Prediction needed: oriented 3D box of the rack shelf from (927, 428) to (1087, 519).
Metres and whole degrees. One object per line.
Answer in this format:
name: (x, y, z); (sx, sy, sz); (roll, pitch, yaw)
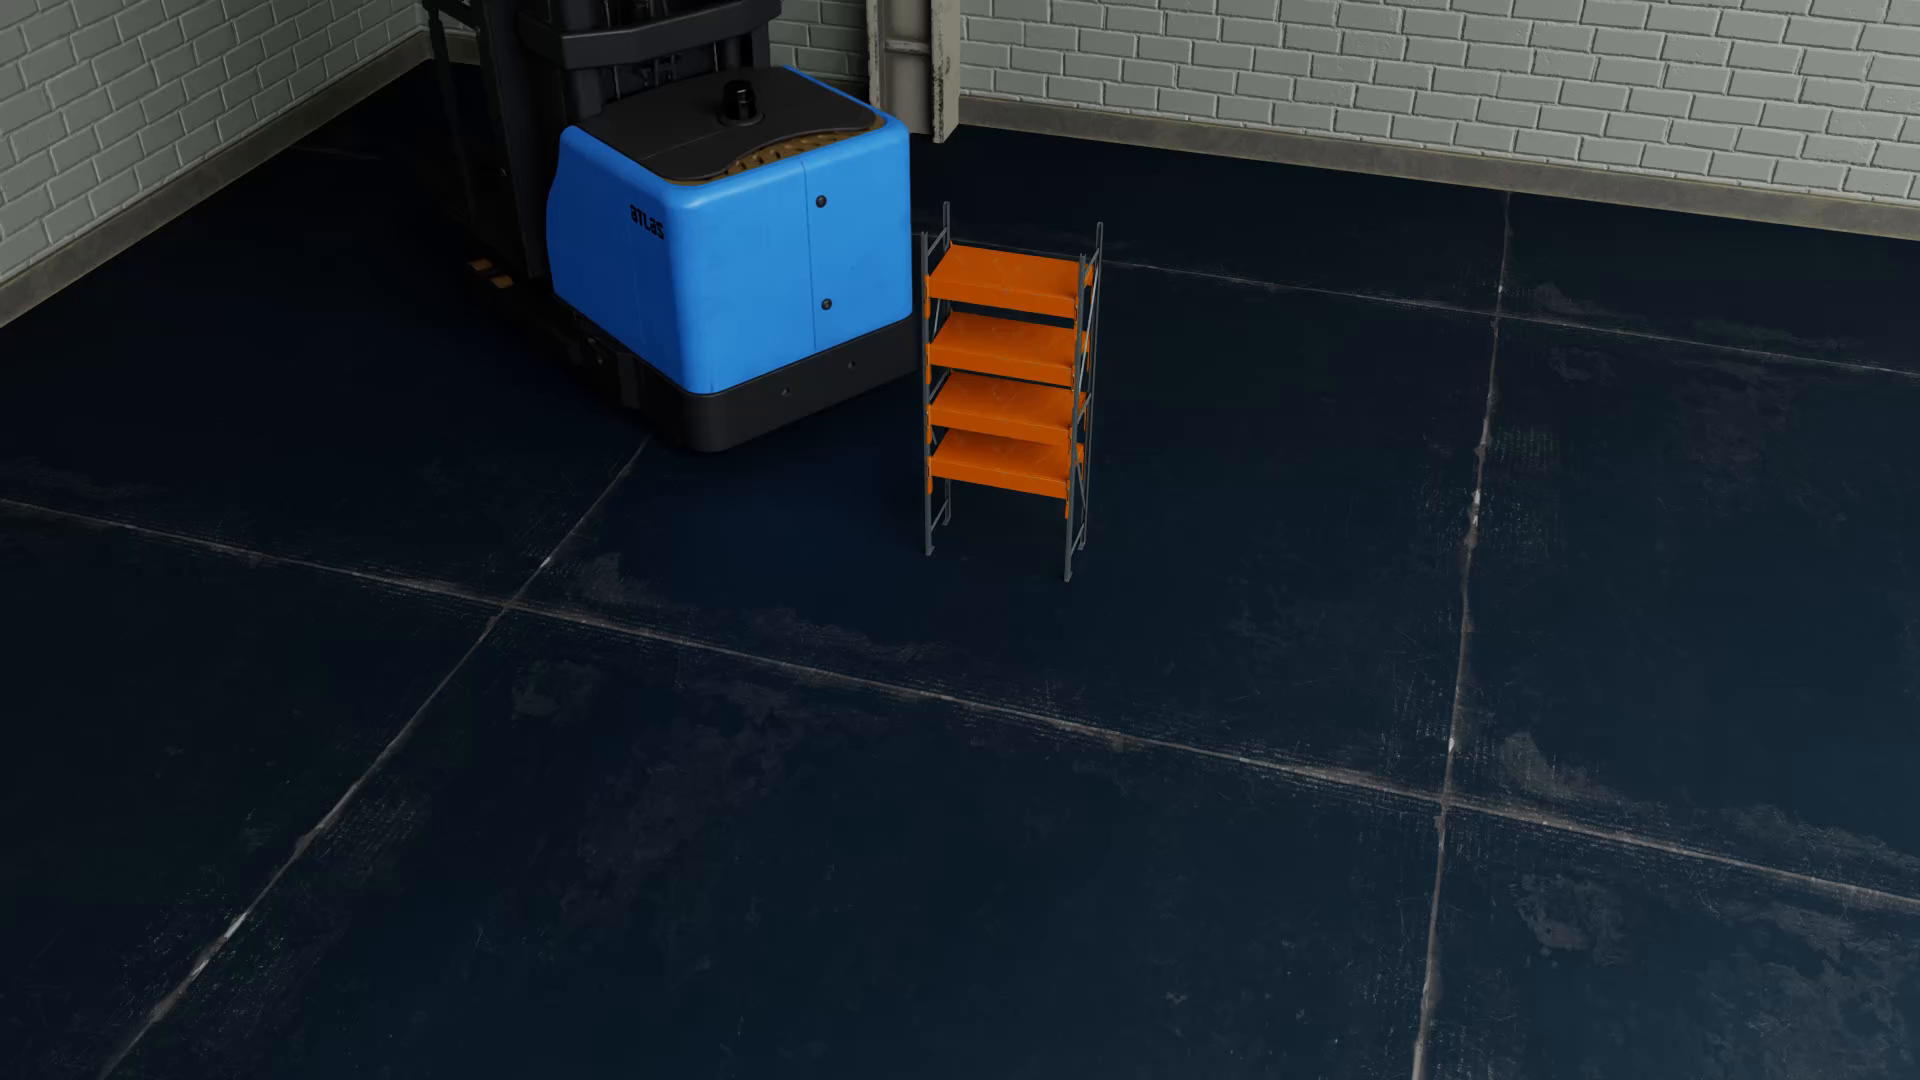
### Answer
rack shelf: (0.158, -0.240, 5.512); (0.480, 0.148, 0.258); (10, 38, 14)

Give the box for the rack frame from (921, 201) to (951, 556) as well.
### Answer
rack frame: (-0.075, -0.497, 5.413); (0.015, 1.200, 0.240); (10, 38, 14)

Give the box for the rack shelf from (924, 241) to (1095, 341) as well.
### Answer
rack shelf: (0.158, -0.770, 5.122); (0.480, 0.148, 0.258); (10, 38, 14)

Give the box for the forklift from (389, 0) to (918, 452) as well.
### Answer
forklift: (-1.495, -2.304, 6.408); (1.130, 2.935, 3.031); (-26, 44, -31)

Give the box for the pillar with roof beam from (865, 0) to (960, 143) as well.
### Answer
pillar with roof beam: (-1.517, -3.339, 2.695); (0.400, 9.000, 9.100); (10, 38, 14)

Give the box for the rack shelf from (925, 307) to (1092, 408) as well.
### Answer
rack shelf: (0.158, -0.580, 5.262); (0.480, 0.148, 0.258); (10, 38, 14)

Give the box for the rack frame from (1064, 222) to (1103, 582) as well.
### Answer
rack frame: (0.391, -0.411, 5.296); (0.015, 1.200, 0.240); (10, 38, 14)

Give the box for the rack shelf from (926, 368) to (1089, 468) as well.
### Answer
rack shelf: (0.158, -0.400, 5.394); (0.480, 0.148, 0.258); (10, 38, 14)

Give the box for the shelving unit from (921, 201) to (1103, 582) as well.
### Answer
shelving unit: (0.158, -0.454, 5.355); (0.503, 1.200, 0.258); (10, 38, 14)
